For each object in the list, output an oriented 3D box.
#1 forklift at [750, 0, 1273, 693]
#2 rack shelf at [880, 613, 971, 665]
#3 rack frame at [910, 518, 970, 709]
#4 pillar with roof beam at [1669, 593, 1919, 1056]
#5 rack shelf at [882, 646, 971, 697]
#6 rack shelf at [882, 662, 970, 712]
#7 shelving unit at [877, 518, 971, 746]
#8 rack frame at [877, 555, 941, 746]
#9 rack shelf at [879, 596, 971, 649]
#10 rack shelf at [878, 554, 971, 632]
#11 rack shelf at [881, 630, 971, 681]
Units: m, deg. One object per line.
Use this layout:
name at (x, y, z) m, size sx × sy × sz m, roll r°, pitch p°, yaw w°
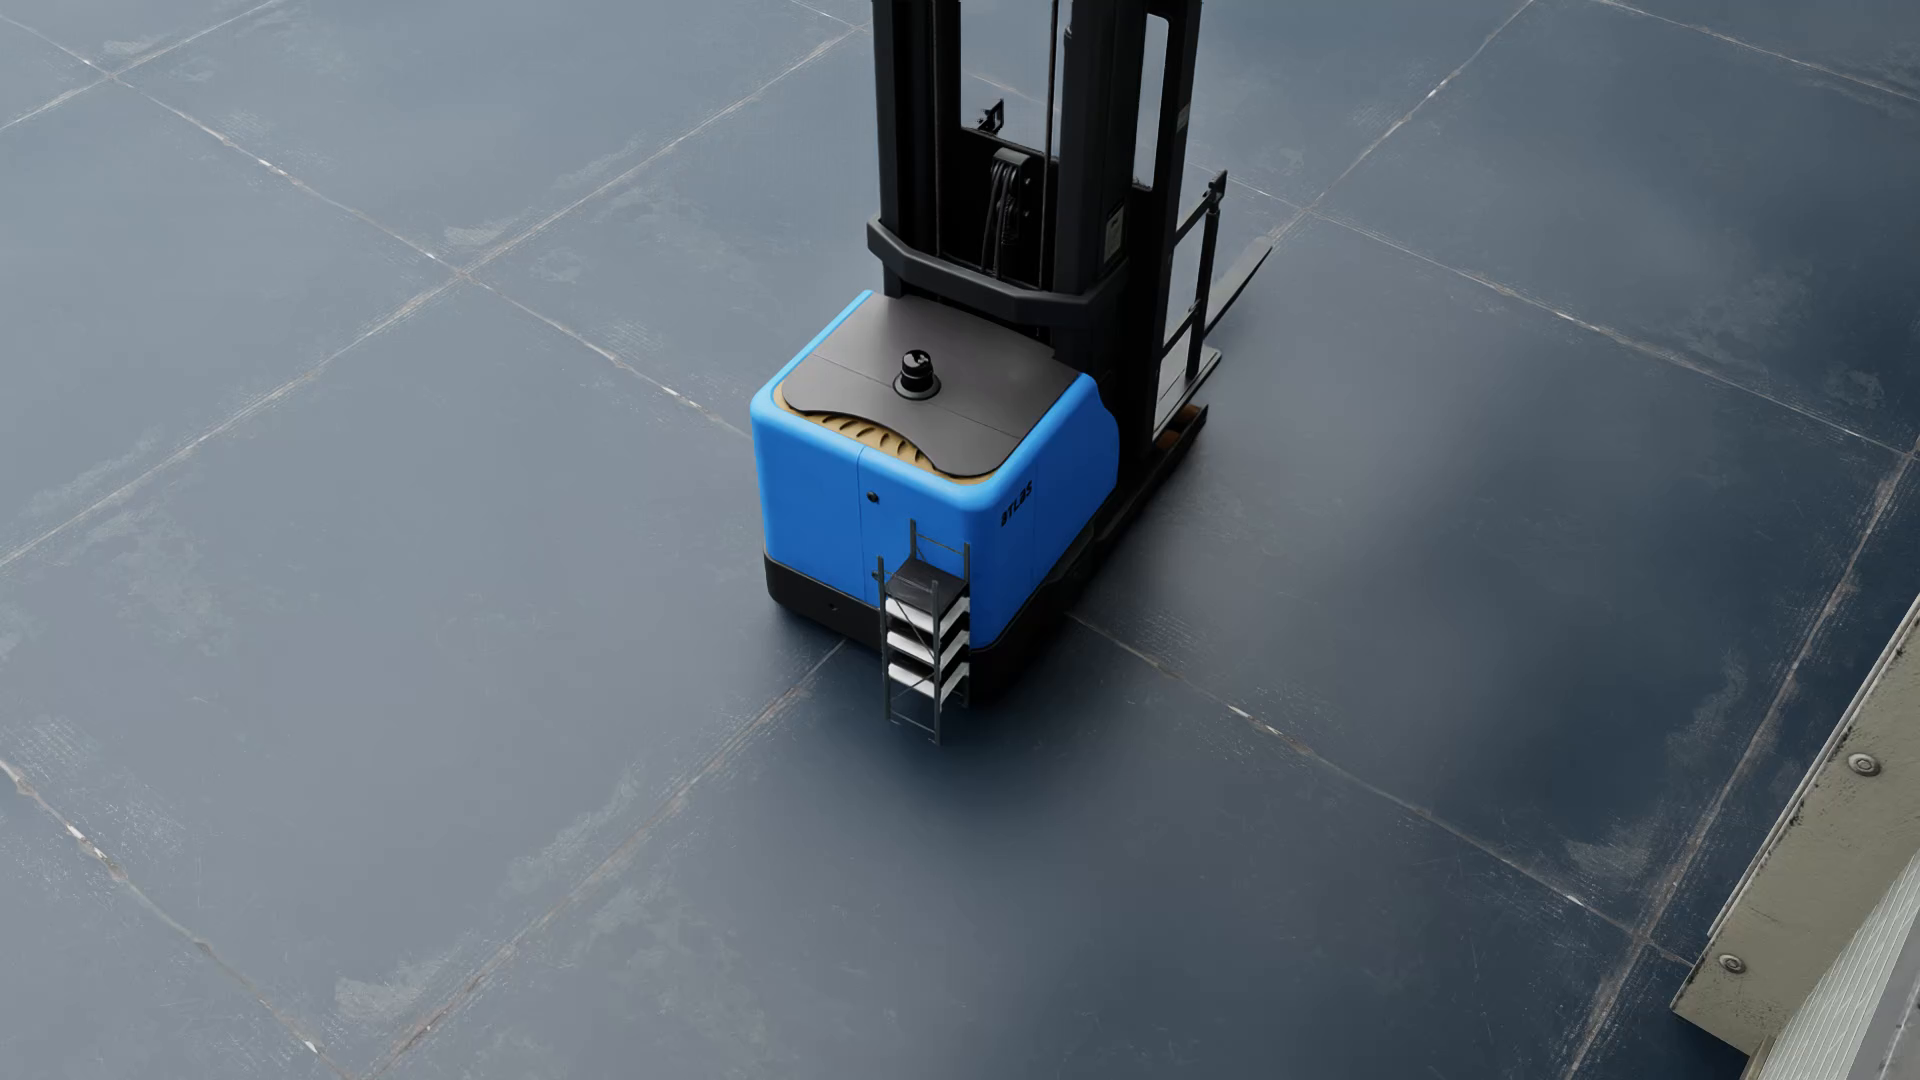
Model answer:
forklift at (0.429, -1.490, 6.311) m, size 1.130 × 2.935 × 3.031 m, roll 24°, pitch 51°, yaw 21°
rack shelf at (-0.123, 0.306, 5.922) m, size 0.258 × 0.077 × 0.200 m, roll 24°, pitch 51°, yaw 21°
rack frame at (-0.070, 0.282, 6.023) m, size 0.240 × 0.900 × 0.006 m, roll 24°, pitch 51°, yaw 21°
pillar with roof beam at (-0.841, -3.522, 4.055) m, size 9.100 × 9.000 × 0.400 m, roll 29°, pitch 53°, yaw 25°
rack shelf at (-0.123, 0.430, 6.052) m, size 0.258 × 0.077 × 0.200 m, roll 24°, pitch 51°, yaw 21°
rack shelf at (-0.123, 0.493, 6.117) m, size 0.258 × 0.077 × 0.200 m, roll 24°, pitch 51°, yaw 21°
shelving unit at (-0.123, 0.345, 5.963) m, size 0.258 × 0.900 × 0.210 m, roll 24°, pitch 51°, yaw 21°
rack frame at (-0.176, 0.408, 5.903) m, size 0.240 × 0.900 × 0.006 m, roll 24°, pitch 51°, yaw 21°
rack shelf at (-0.123, 0.244, 5.857) m, size 0.258 × 0.077 × 0.200 m, roll 24°, pitch 51°, yaw 21°
rack shelf at (-0.123, 0.182, 5.792) m, size 0.258 × 0.077 × 0.200 m, roll 24°, pitch 51°, yaw 21°
rack shelf at (-0.123, 0.368, 5.987) m, size 0.258 × 0.077 × 0.200 m, roll 24°, pitch 51°, yaw 21°
